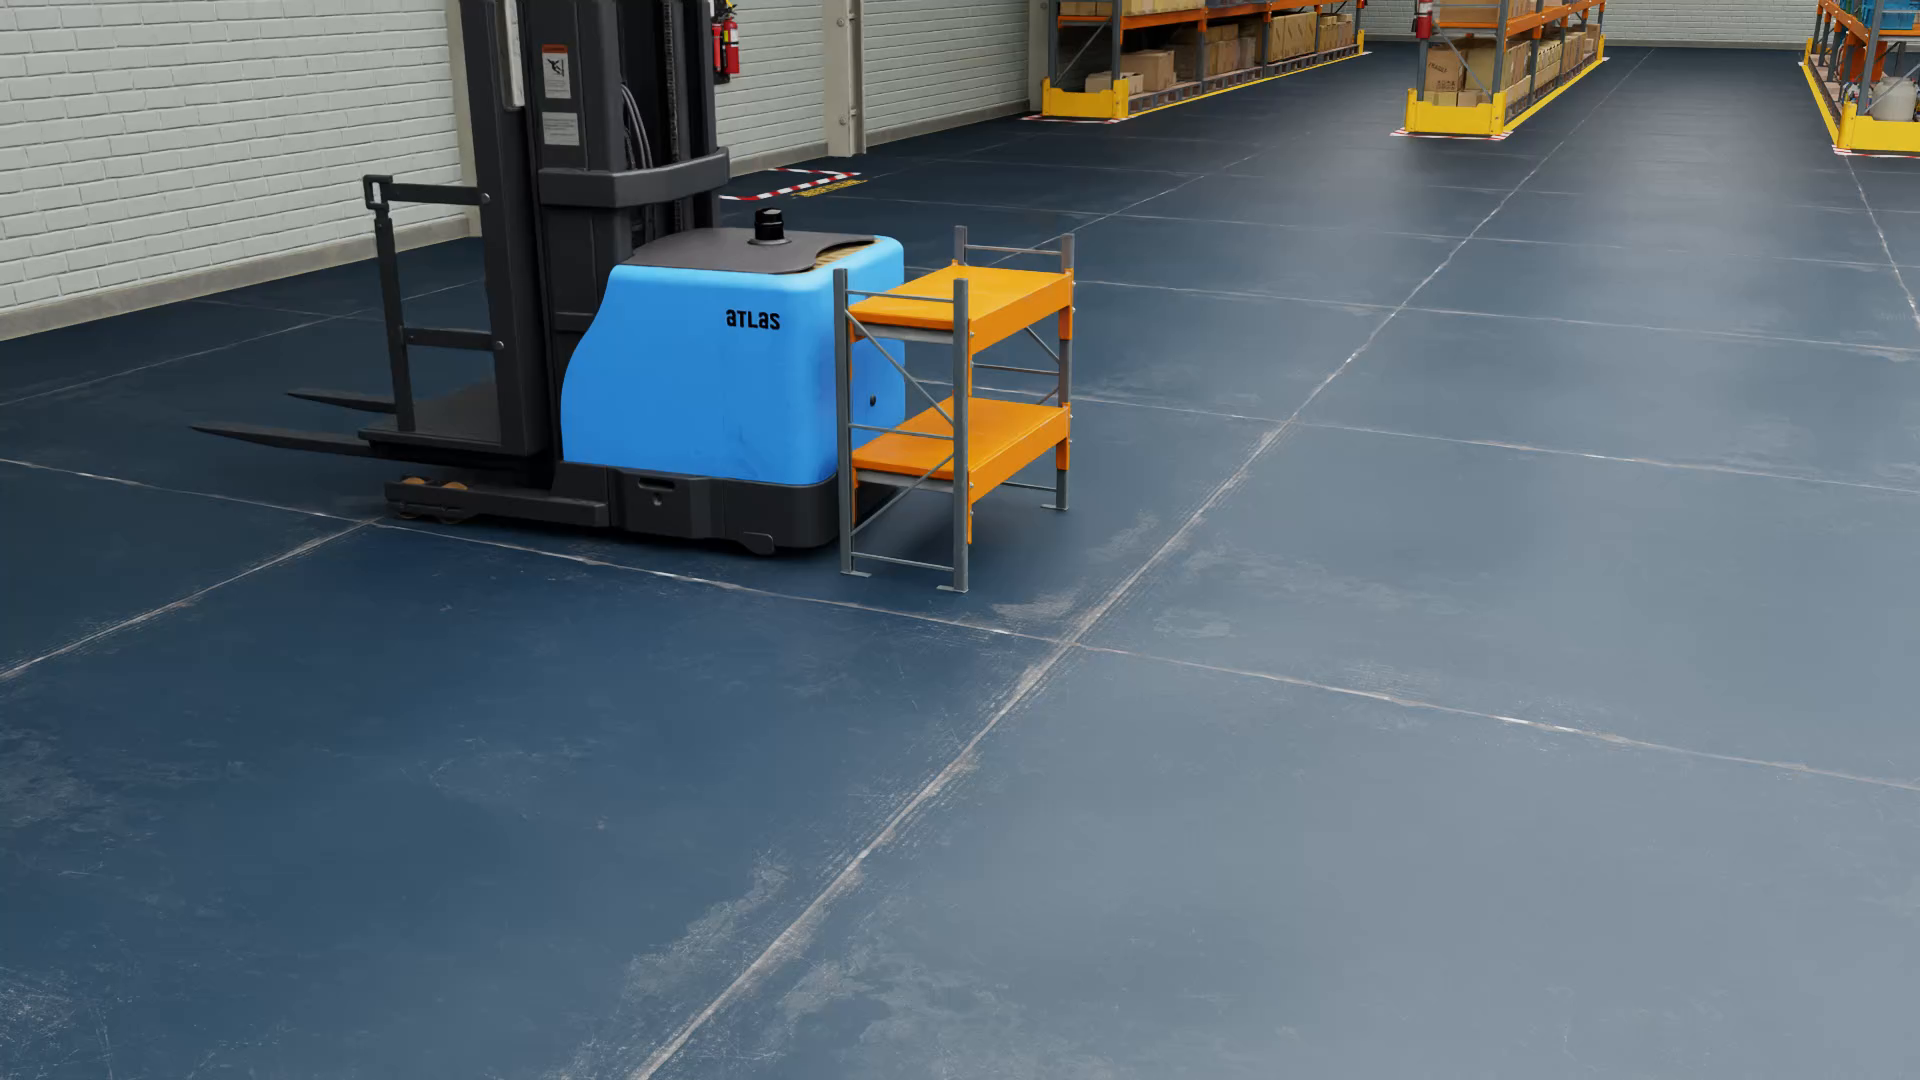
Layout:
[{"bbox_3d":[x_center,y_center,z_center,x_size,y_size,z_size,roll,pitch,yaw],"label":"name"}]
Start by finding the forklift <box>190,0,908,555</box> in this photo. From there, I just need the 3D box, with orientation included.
[{"bbox_3d":[-1.787,-1.603,6.601,3.031,2.935,1.130,7,21,18],"label":"forklift"}]

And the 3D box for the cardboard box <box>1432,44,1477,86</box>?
[{"bbox_3d":[6.550,-6.315,22.108,0.500,0.500,0.500,9,21,23],"label":"cardboard box"}]

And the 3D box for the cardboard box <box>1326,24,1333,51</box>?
[{"bbox_3d":[7.207,-10.282,34.008,0.700,0.500,0.500,8,21,22],"label":"cardboard box"}]

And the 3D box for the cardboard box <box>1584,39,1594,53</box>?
[{"bbox_3d":[12.343,-9.864,33.175,0.500,0.250,0.500,9,21,23],"label":"cardboard box"}]

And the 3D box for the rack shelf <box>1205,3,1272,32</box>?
[{"bbox_3d":[4.142,-8.721,27.589,1.077,0.370,4.000,9,21,23],"label":"rack shelf"}]

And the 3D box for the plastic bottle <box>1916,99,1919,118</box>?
[{"bbox_3d":[11.750,-5.300,20.310,0.097,0.271,0.097,0,20,0],"label":"plastic bottle"}]

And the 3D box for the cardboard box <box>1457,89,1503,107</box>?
[{"bbox_3d":[6.628,-5.583,21.168,0.500,0.250,0.500,9,21,23],"label":"cardboard box"}]

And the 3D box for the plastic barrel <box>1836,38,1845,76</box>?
[{"bbox_3d":[14.646,-7.871,27.096,0.600,0.588,0.708,9,21,23],"label":"plastic barrel"}]

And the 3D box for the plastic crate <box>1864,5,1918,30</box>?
[{"bbox_3d":[10.655,-5.991,19.059,0.499,0.251,0.616,9,21,23],"label":"plastic crate"}]

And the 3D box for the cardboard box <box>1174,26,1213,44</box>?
[{"bbox_3d":[3.786,-8.194,26.987,0.500,0.250,0.500,8,21,22],"label":"cardboard box"}]

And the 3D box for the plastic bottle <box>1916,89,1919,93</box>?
[{"bbox_3d":[12.079,-5.570,21.064,0.152,0.276,0.135,9,21,24],"label":"plastic bottle"}]

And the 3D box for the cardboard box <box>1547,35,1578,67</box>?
[{"bbox_3d":[10.557,-8.596,29.237,0.500,0.500,0.500,8,21,21],"label":"cardboard box"}]

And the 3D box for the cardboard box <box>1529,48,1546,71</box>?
[{"bbox_3d":[8.450,-7.181,24.825,0.500,0.311,0.500,8,21,22],"label":"cardboard box"}]

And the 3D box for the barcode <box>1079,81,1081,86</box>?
[{"bbox_3d":[1.693,-6.430,23.416,0.001,0.075,0.075,9,21,23],"label":"barcode"}]

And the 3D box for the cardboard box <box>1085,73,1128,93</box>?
[{"bbox_3d":[2.050,-6.366,23.247,0.500,0.311,0.500,6,20,17],"label":"cardboard box"}]

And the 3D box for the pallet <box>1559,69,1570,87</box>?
[{"bbox_3d":[9.822,-7.902,28.374,1.003,0.211,1.213,9,21,23],"label":"pallet"}]

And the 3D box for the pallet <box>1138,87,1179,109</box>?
[{"bbox_3d":[2.582,-6.550,24.573,1.003,0.211,1.213,9,21,23],"label":"pallet"}]

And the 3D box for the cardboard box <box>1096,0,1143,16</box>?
[{"bbox_3d":[2.174,-7.270,22.629,0.500,0.250,0.500,8,21,21],"label":"cardboard box"}]

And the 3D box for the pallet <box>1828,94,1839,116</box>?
[{"bbox_3d":[12.647,-6.021,23.084,1.003,0.211,1.213,9,21,23],"label":"pallet"}]

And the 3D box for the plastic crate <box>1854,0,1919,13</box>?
[{"bbox_3d":[12.031,-6.917,21.536,0.767,0.338,0.504,9,21,23],"label":"plastic crate"}]

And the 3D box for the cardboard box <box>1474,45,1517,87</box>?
[{"bbox_3d":[7.024,-6.244,21.908,0.500,0.500,0.500,9,21,23],"label":"cardboard box"}]

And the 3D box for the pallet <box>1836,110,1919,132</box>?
[{"bbox_3d":[11.550,-5.202,20.780,1.003,0.211,1.213,9,21,23],"label":"pallet"}]

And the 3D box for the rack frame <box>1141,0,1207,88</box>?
[{"bbox_3d":[3.323,-8.449,25.749,1.000,3.000,0.127,9,21,23],"label":"rack frame"}]

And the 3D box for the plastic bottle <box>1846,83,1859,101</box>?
[{"bbox_3d":[11.324,-5.614,21.075,0.144,0.351,0.185,10,22,25],"label":"plastic bottle"}]

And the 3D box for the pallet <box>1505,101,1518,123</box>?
[{"bbox_3d":[6.982,-5.845,22.588,1.003,0.211,1.213,9,21,23],"label":"pallet"}]

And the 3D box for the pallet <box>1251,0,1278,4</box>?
[{"bbox_3d":[4.766,-9.349,28.566,1.213,0.211,1.003,9,21,23],"label":"pallet"}]

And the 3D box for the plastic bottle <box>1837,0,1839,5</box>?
[{"bbox_3d":[14.244,-8.789,26.879,0.061,0.283,0.133,9,21,23],"label":"plastic bottle"}]

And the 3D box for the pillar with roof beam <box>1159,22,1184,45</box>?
[{"bbox_3d":[7.567,-11.629,25.737,9.100,9.000,0.400,9,21,23],"label":"pillar with roof beam"}]

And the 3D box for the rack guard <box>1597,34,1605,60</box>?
[{"bbox_3d":[12.726,-10.237,34.509,1.175,0.500,0.348,9,21,23],"label":"rack guard"}]

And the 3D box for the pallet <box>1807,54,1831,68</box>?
[{"bbox_3d":[16.902,-9.197,32.015,1.003,0.211,1.213,9,21,23],"label":"pallet"}]

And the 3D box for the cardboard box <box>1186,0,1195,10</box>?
[{"bbox_3d":[3.194,-8.050,24.821,0.500,0.250,0.500,9,21,23],"label":"cardboard box"}]

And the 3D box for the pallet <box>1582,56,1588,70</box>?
[{"bbox_3d":[11.402,-9.112,31.775,1.003,0.211,1.213,9,21,23],"label":"pallet"}]

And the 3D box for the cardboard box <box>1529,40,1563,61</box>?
[{"bbox_3d":[9.492,-7.966,27.030,0.500,0.311,0.500,9,22,24],"label":"cardboard box"}]

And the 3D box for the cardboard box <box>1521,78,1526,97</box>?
[{"bbox_3d":[7.639,-6.349,23.322,0.500,0.250,0.500,9,21,23],"label":"cardboard box"}]

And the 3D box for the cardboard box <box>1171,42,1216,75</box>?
[{"bbox_3d":[3.775,-7.870,27.197,0.700,0.500,0.500,8,21,22],"label":"cardboard box"}]

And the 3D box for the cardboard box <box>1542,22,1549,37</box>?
[{"bbox_3d":[10.085,-9.025,29.324,0.500,0.250,0.500,8,21,22],"label":"cardboard box"}]

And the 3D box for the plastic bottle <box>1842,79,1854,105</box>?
[{"bbox_3d":[11.652,-5.859,21.763,0.144,0.351,0.185,9,22,24],"label":"plastic bottle"}]

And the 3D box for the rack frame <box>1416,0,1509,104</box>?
[{"bbox_3d":[6.206,-6.547,20.402,1.000,3.000,0.127,9,21,23],"label":"rack frame"}]

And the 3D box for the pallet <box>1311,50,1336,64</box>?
[{"bbox_3d":[6.981,-9.802,33.716,1.003,0.211,1.213,9,21,23],"label":"pallet"}]

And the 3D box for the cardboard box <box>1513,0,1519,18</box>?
[{"bbox_3d":[7.040,-7.209,22.114,0.700,0.500,0.500,9,22,24],"label":"cardboard box"}]

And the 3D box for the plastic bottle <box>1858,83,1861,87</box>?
[{"bbox_3d":[11.821,-5.863,21.874,0.061,0.283,0.133,9,21,23],"label":"plastic bottle"}]

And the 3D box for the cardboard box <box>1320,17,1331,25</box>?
[{"bbox_3d":[7.305,-10.514,33.692,0.380,0.149,0.250,9,22,25],"label":"cardboard box"}]

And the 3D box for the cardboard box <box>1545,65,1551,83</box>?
[{"bbox_3d":[8.864,-7.232,25.804,0.500,0.250,0.500,9,21,24],"label":"cardboard box"}]

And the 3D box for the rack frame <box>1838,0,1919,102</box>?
[{"bbox_3d":[12.361,-7.089,21.926,1.000,3.000,0.127,9,21,23],"label":"rack frame"}]

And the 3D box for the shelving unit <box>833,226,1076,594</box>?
[{"bbox_3d":[0.003,-0.532,6.286,0.538,1.125,1.048,9,21,23],"label":"shelving unit"}]

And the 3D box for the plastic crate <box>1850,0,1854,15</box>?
[{"bbox_3d":[12.529,-7.462,22.997,0.392,0.384,0.575,9,21,23],"label":"plastic crate"}]

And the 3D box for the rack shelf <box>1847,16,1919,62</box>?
[{"bbox_3d":[11.542,-6.139,20.328,1.077,0.370,4.000,9,21,23],"label":"rack shelf"}]
